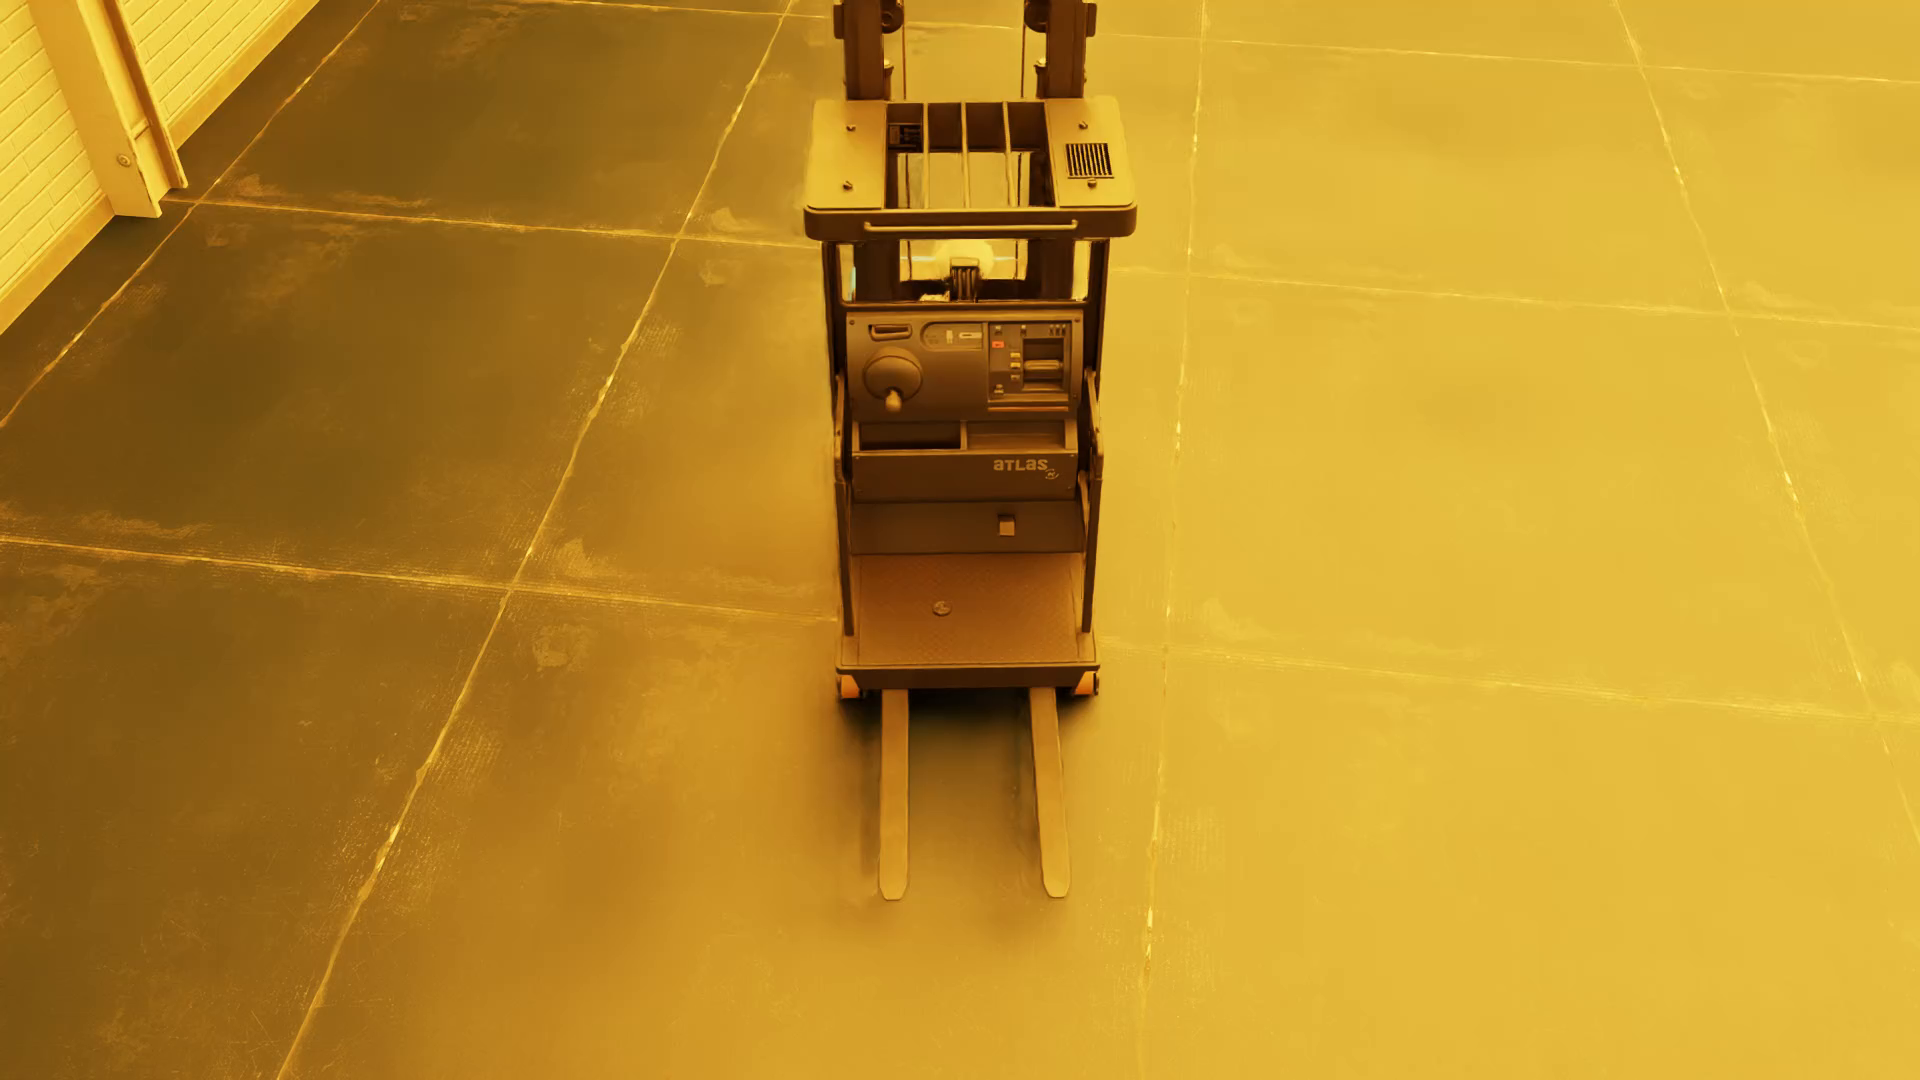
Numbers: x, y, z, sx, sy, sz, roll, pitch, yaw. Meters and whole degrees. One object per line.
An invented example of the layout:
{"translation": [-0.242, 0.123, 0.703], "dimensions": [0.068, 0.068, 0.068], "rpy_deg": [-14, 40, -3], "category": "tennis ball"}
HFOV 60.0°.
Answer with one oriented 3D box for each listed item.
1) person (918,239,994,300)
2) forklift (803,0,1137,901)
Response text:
{"translation": [0.067, -0.700, 7.471], "dimensions": [0.692, 1.591, 0.563], "rpy_deg": [13, 44, 14], "category": "person"}
{"translation": [0.026, -0.618, 6.397], "dimensions": [1.130, 2.935, 3.031], "rpy_deg": [-1, 43, -1], "category": "forklift"}
